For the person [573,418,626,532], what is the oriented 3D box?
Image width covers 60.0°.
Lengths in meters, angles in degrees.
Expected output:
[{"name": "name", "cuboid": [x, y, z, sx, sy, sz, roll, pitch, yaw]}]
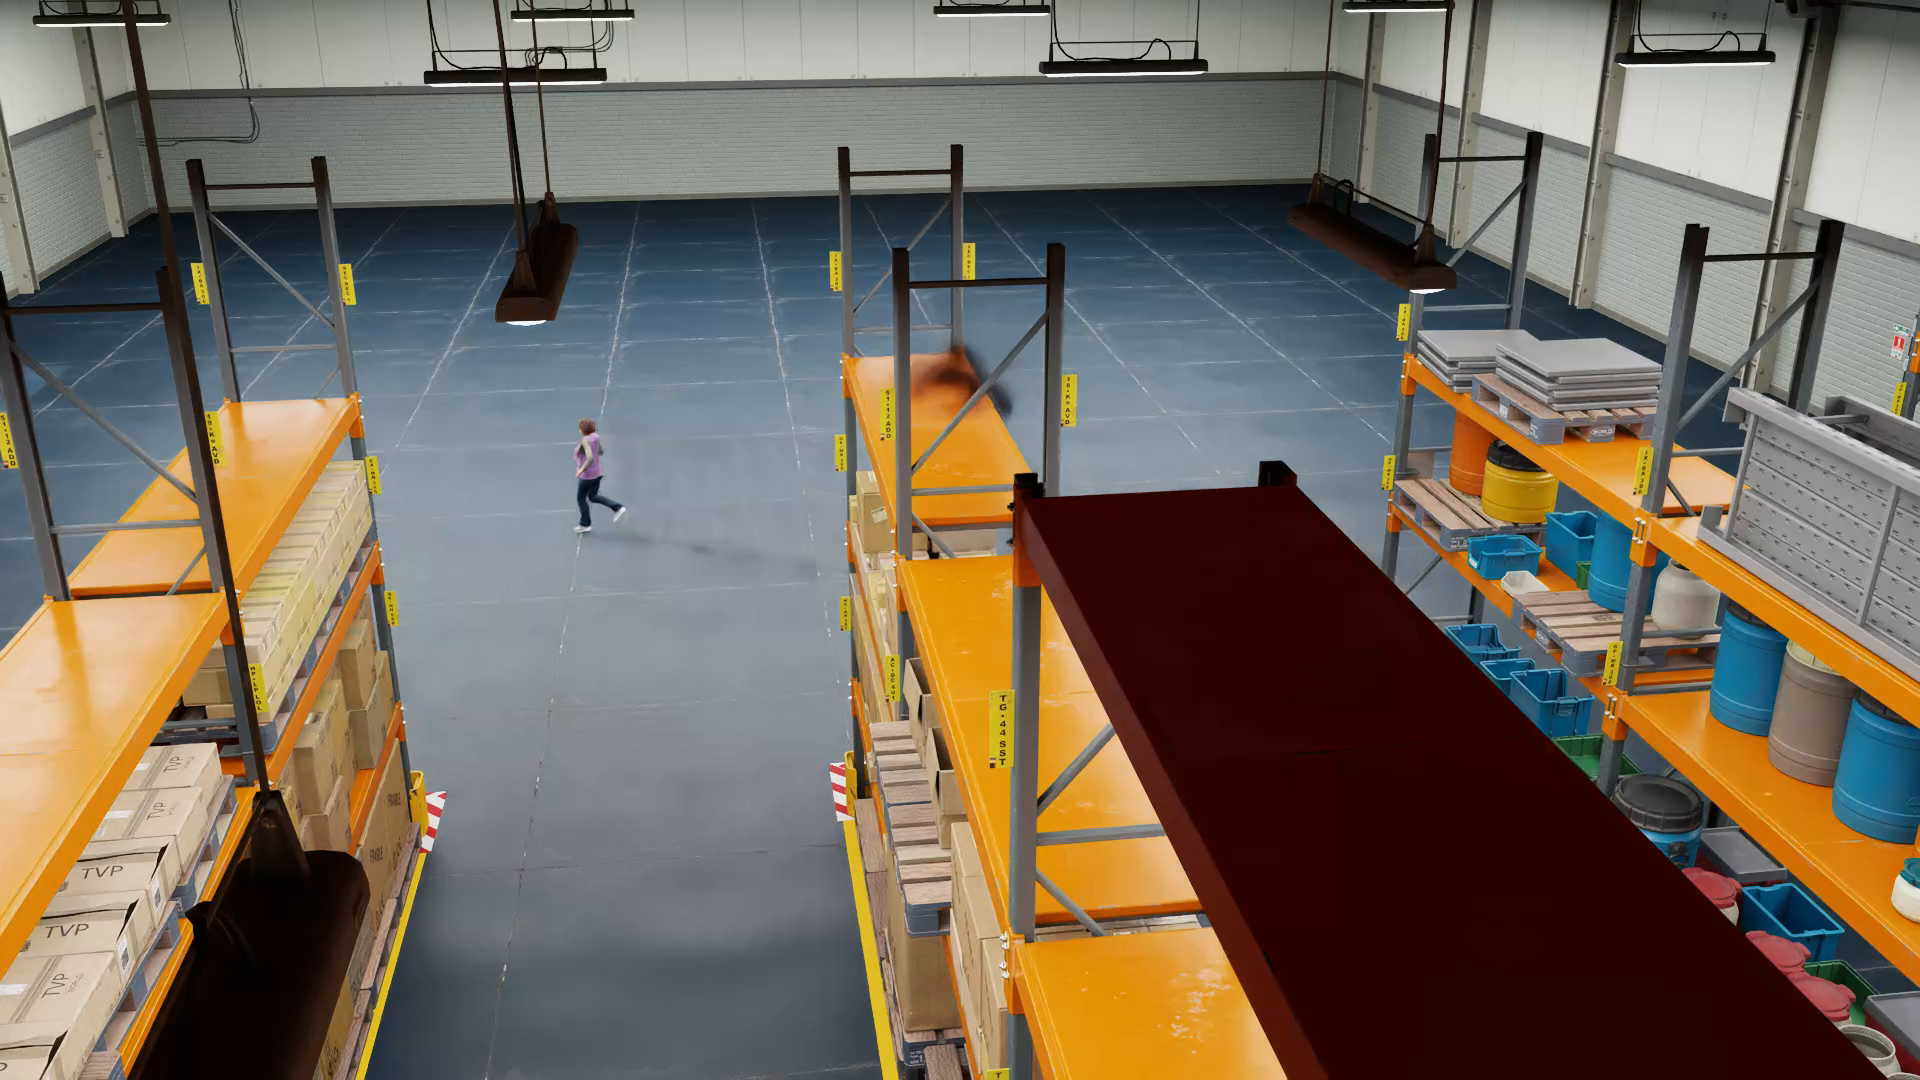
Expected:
[{"name": "person", "cuboid": [-4.751, -0.819, 21.606, 0.774, 1.598, 0.553, 6, 22, 15]}]
